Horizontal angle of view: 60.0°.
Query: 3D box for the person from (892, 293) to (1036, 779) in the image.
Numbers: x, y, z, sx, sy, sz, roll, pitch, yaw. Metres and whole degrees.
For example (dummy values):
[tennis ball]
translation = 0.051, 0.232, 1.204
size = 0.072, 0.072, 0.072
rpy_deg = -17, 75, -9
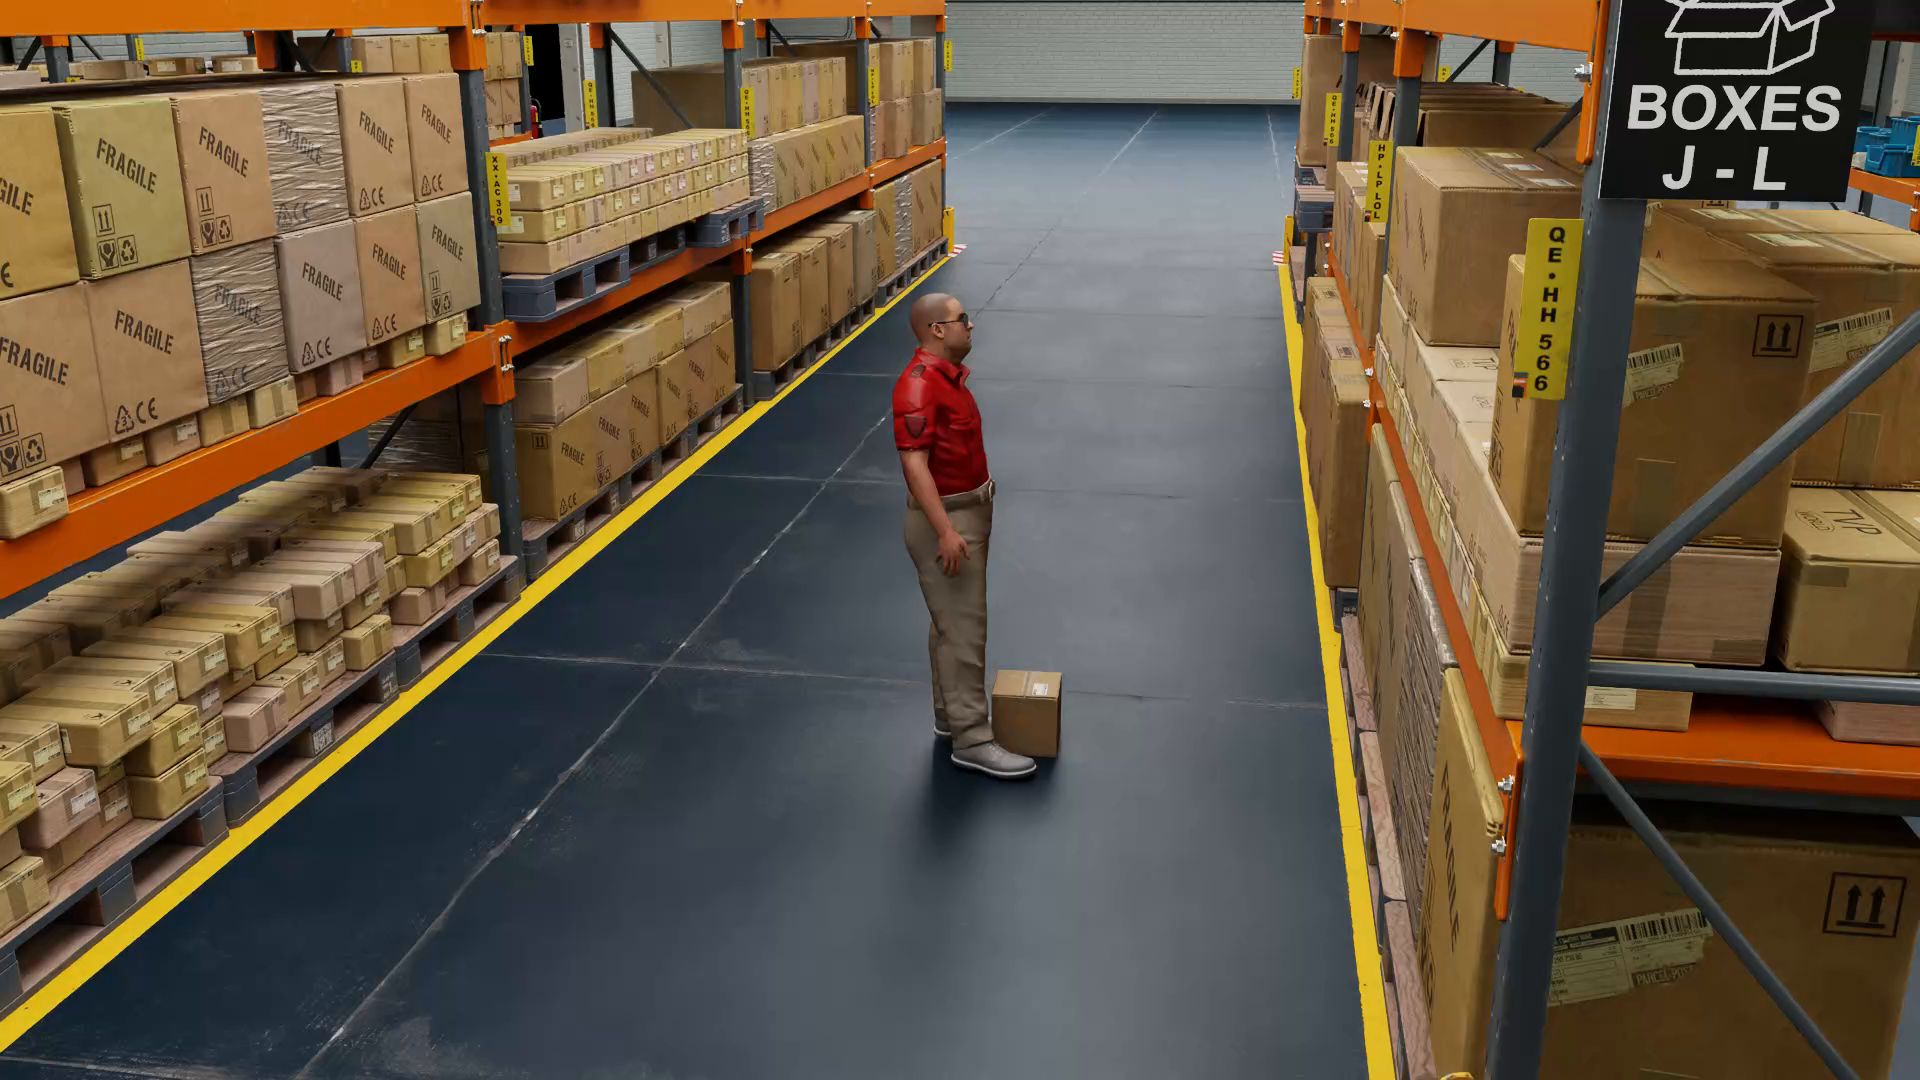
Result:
[person]
translation = 0.053, -0.043, 6.184
size = 0.550, 1.728, 0.642
rpy_deg = 3, 18, 9
